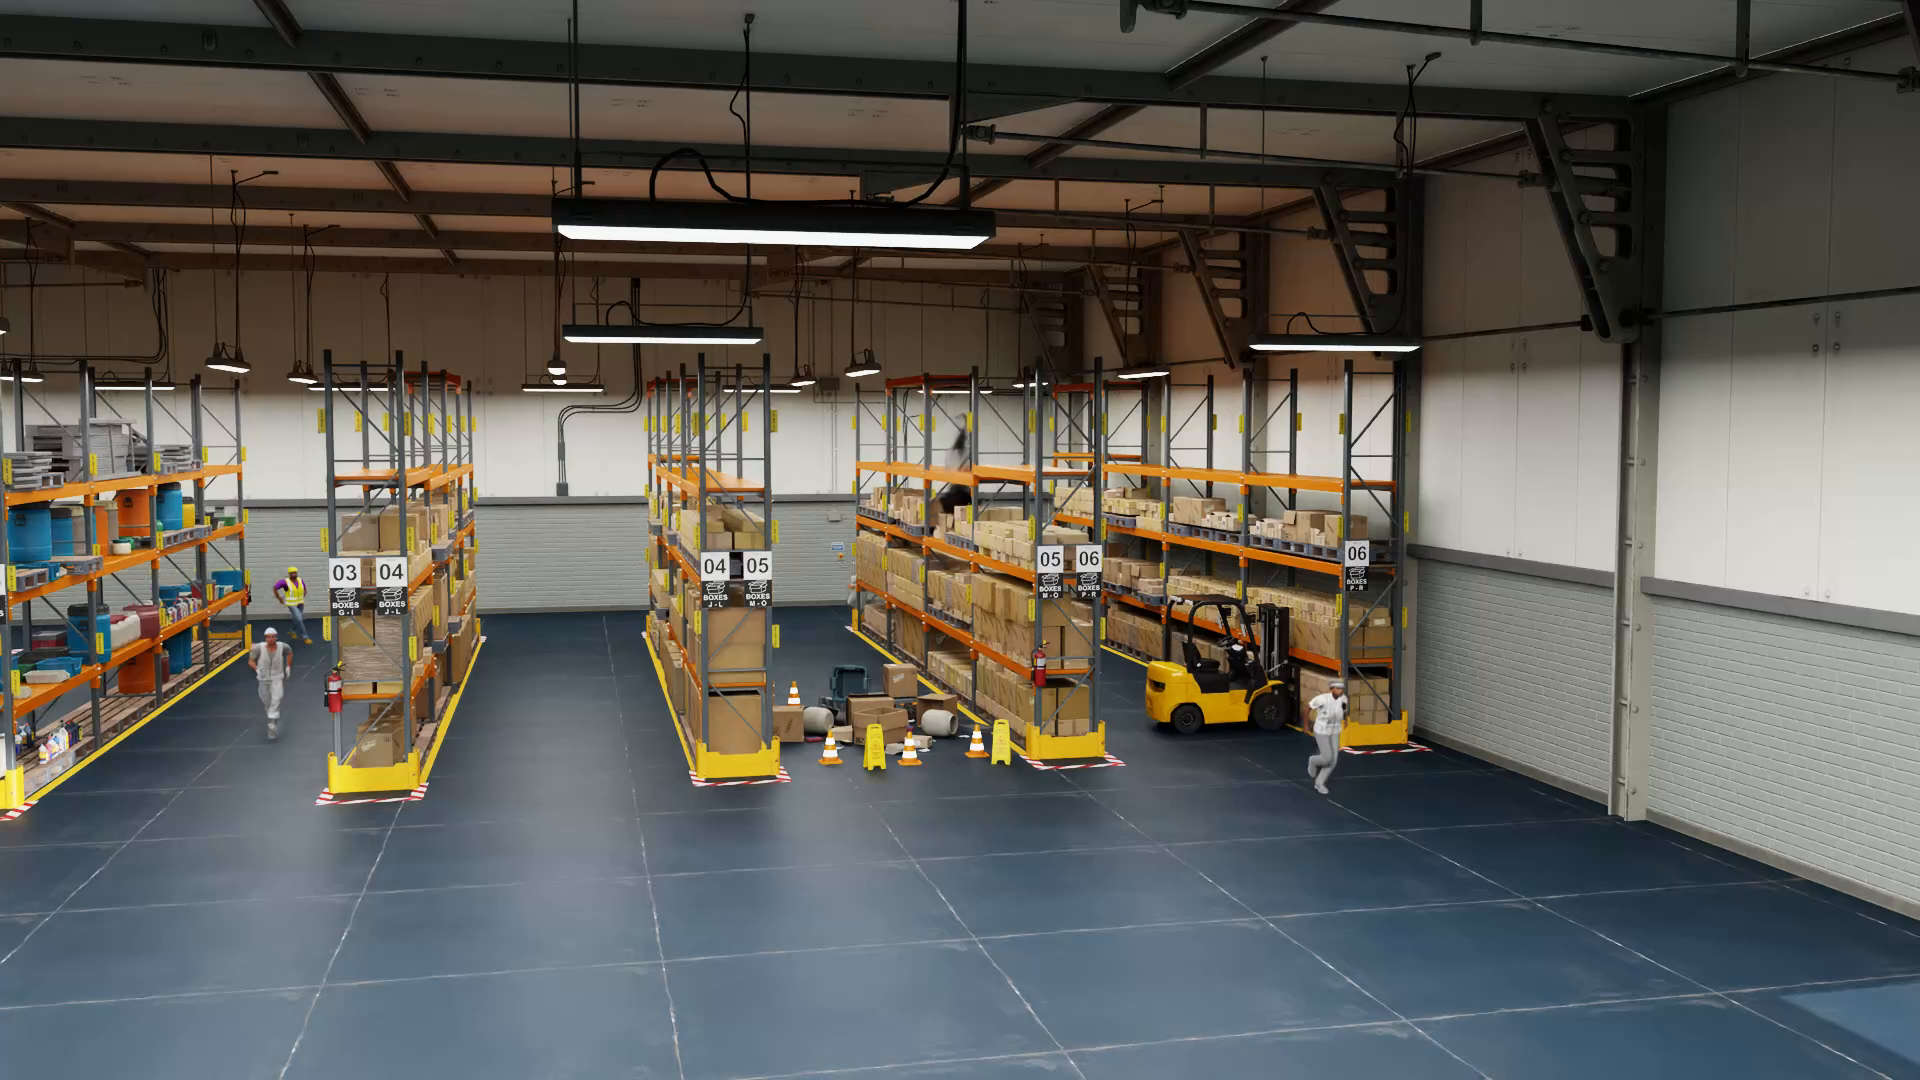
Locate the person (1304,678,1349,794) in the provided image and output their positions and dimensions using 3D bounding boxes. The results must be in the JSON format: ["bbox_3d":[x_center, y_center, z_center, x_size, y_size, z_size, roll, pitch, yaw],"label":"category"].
[{"bbox_3d":[5.006,2.643,22.608,0.562,1.620,0.689,-2,4,-25],"label":"person"}]

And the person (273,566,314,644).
[{"bbox_3d":[-15.148,1.478,37.823,0.971,1.764,0.713,2,5,32],"label":"person"}]

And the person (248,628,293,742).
[{"bbox_3d":[-11.074,2.265,26.734,0.659,1.772,1.137,-1,4,-19],"label":"person"}]

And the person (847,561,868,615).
[{"bbox_3d":[-2.559,1.285,41.695,0.653,1.619,0.586,-2,4,-23],"label":"person"}]
